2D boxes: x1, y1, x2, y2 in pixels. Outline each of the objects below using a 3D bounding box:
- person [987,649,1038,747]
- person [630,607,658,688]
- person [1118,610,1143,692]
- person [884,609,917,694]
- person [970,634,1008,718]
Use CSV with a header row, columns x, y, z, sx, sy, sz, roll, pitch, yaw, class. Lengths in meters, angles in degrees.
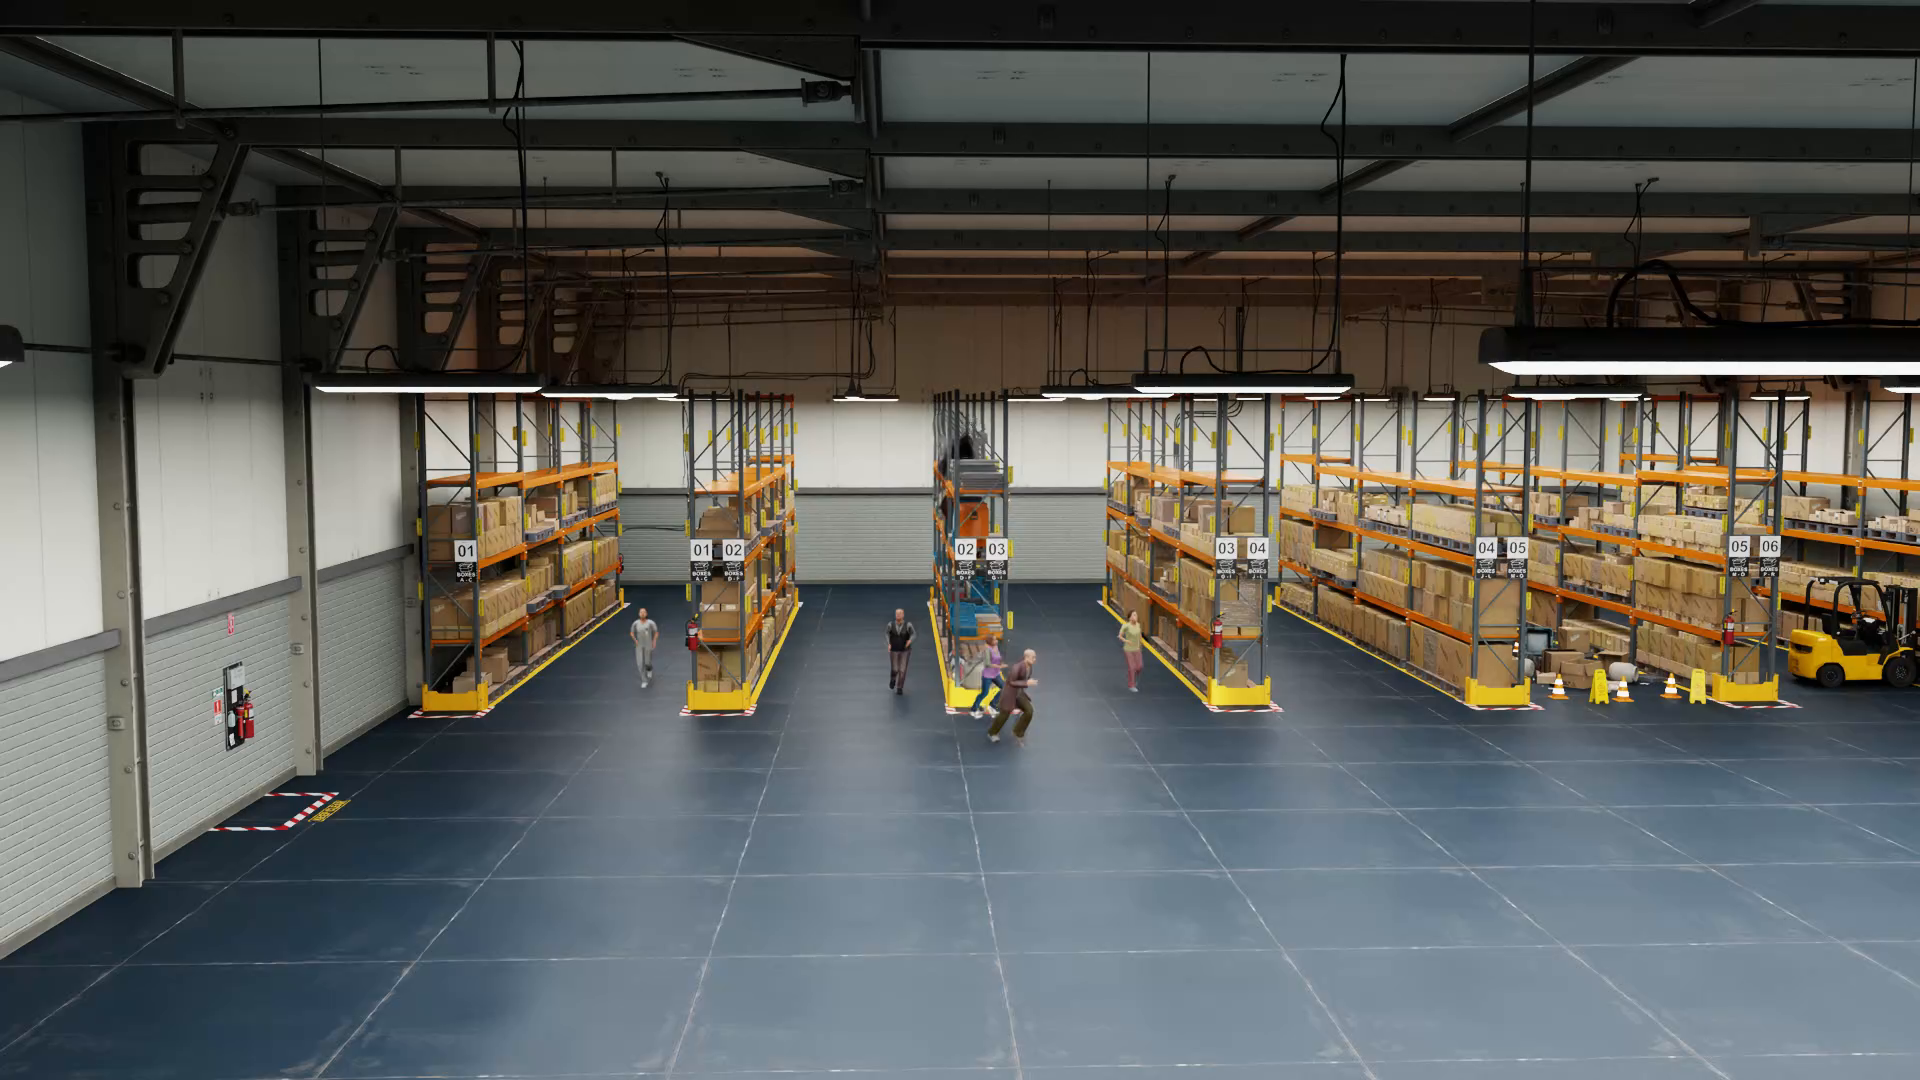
x,y,z,sx,sy,sz,roll,pitch,yaw,class
0.906,2.646,27.873,1.058,1.704,0.748,3,6,35,person
-6.416,2.167,33.762,0.565,1.630,0.572,0,5,-2,person
3.429,2.207,33.167,0.569,1.642,0.562,-2,5,-24,person
-1.180,2.206,32.863,0.651,1.693,0.607,0,5,0,person
0.570,2.463,30.108,0.794,1.560,0.546,3,6,35,person
